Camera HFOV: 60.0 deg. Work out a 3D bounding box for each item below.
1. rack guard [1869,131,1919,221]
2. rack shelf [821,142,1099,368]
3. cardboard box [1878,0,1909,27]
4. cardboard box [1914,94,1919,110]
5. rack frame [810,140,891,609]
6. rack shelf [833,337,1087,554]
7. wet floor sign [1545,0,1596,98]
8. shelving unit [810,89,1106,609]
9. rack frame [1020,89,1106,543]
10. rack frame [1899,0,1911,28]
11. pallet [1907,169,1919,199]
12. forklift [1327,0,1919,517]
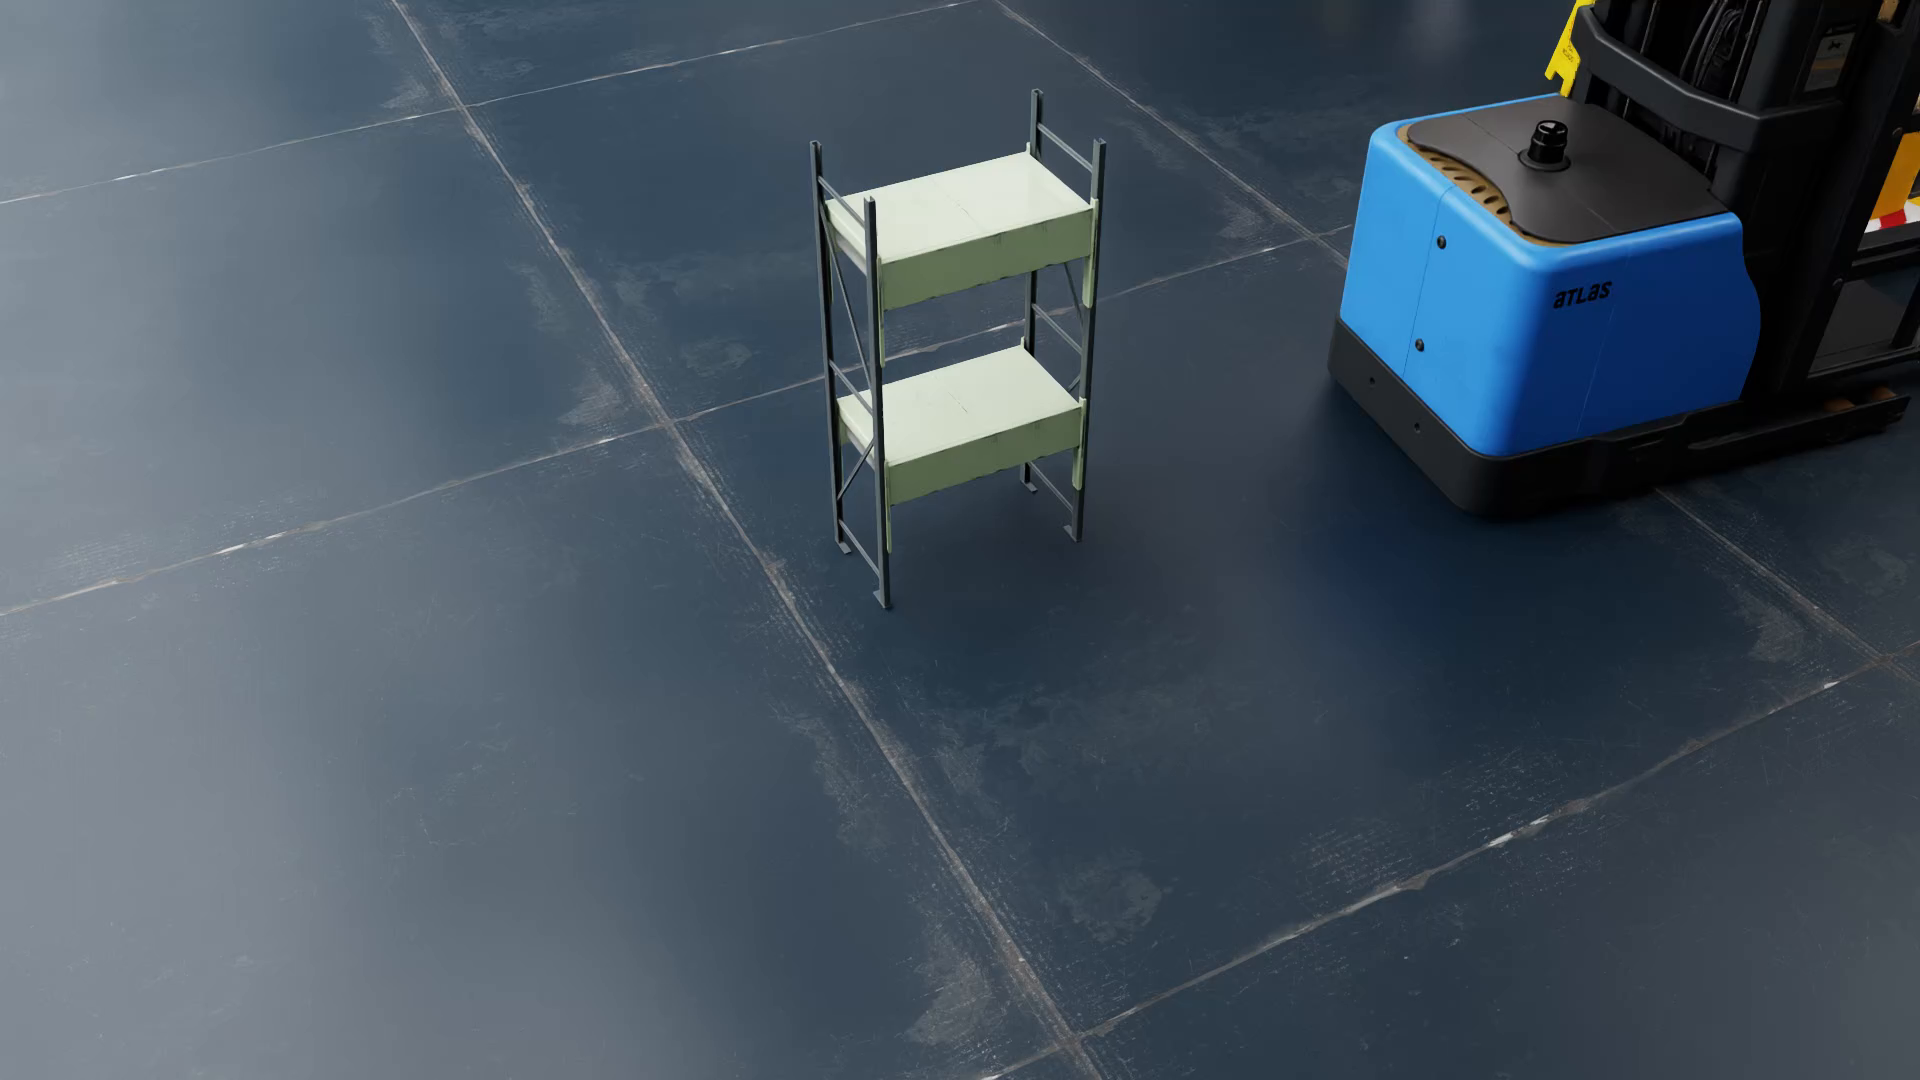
[{"bbox_3d":[3.880,-1.982,7.705,0.348,0.500,1.175,-19,44,-21],"label":"rack guard"},{"bbox_3d":[-0.006,-0.868,5.011,0.720,0.370,0.431,-19,44,-21],"label":"rack shelf"},{"bbox_3d":[4.403,-2.699,7.840,0.500,0.500,0.500,-18,44,-20],"label":"cardboard box"},{"bbox_3d":[4.656,-2.107,7.720,0.500,0.250,0.500,-19,44,-21],"label":"cardboard box"},{"bbox_3d":[-0.331,-0.461,5.134,0.023,1.500,0.400,-19,44,-21],"label":"rack frame"},{"bbox_3d":[-0.006,-0.322,5.474,0.720,0.370,0.431,-19,44,-21],"label":"rack shelf"},{"bbox_3d":[3.150,-2.572,8.288,0.232,0.644,0.267,-5,40,-6],"label":"wet floor sign"},{"bbox_3d":[-0.006,-0.570,5.263,0.755,1.500,0.431,-19,44,-21],"label":"shelving unit"},{"bbox_3d":[0.319,-0.680,5.392,0.023,1.500,0.400,-19,44,-21],"label":"rack frame"},{"bbox_3d":[3.813,-2.914,6.870,0.127,3.000,1.000,-19,44,-21],"label":"rack frame"},{"bbox_3d":[4.617,-2.094,8.061,1.213,0.211,1.003,-19,44,-21],"label":"pallet"},{"bbox_3d":[2.989,-1.788,5.594,3.031,2.935,1.130,-13,42,-15],"label":"forklift"}]
